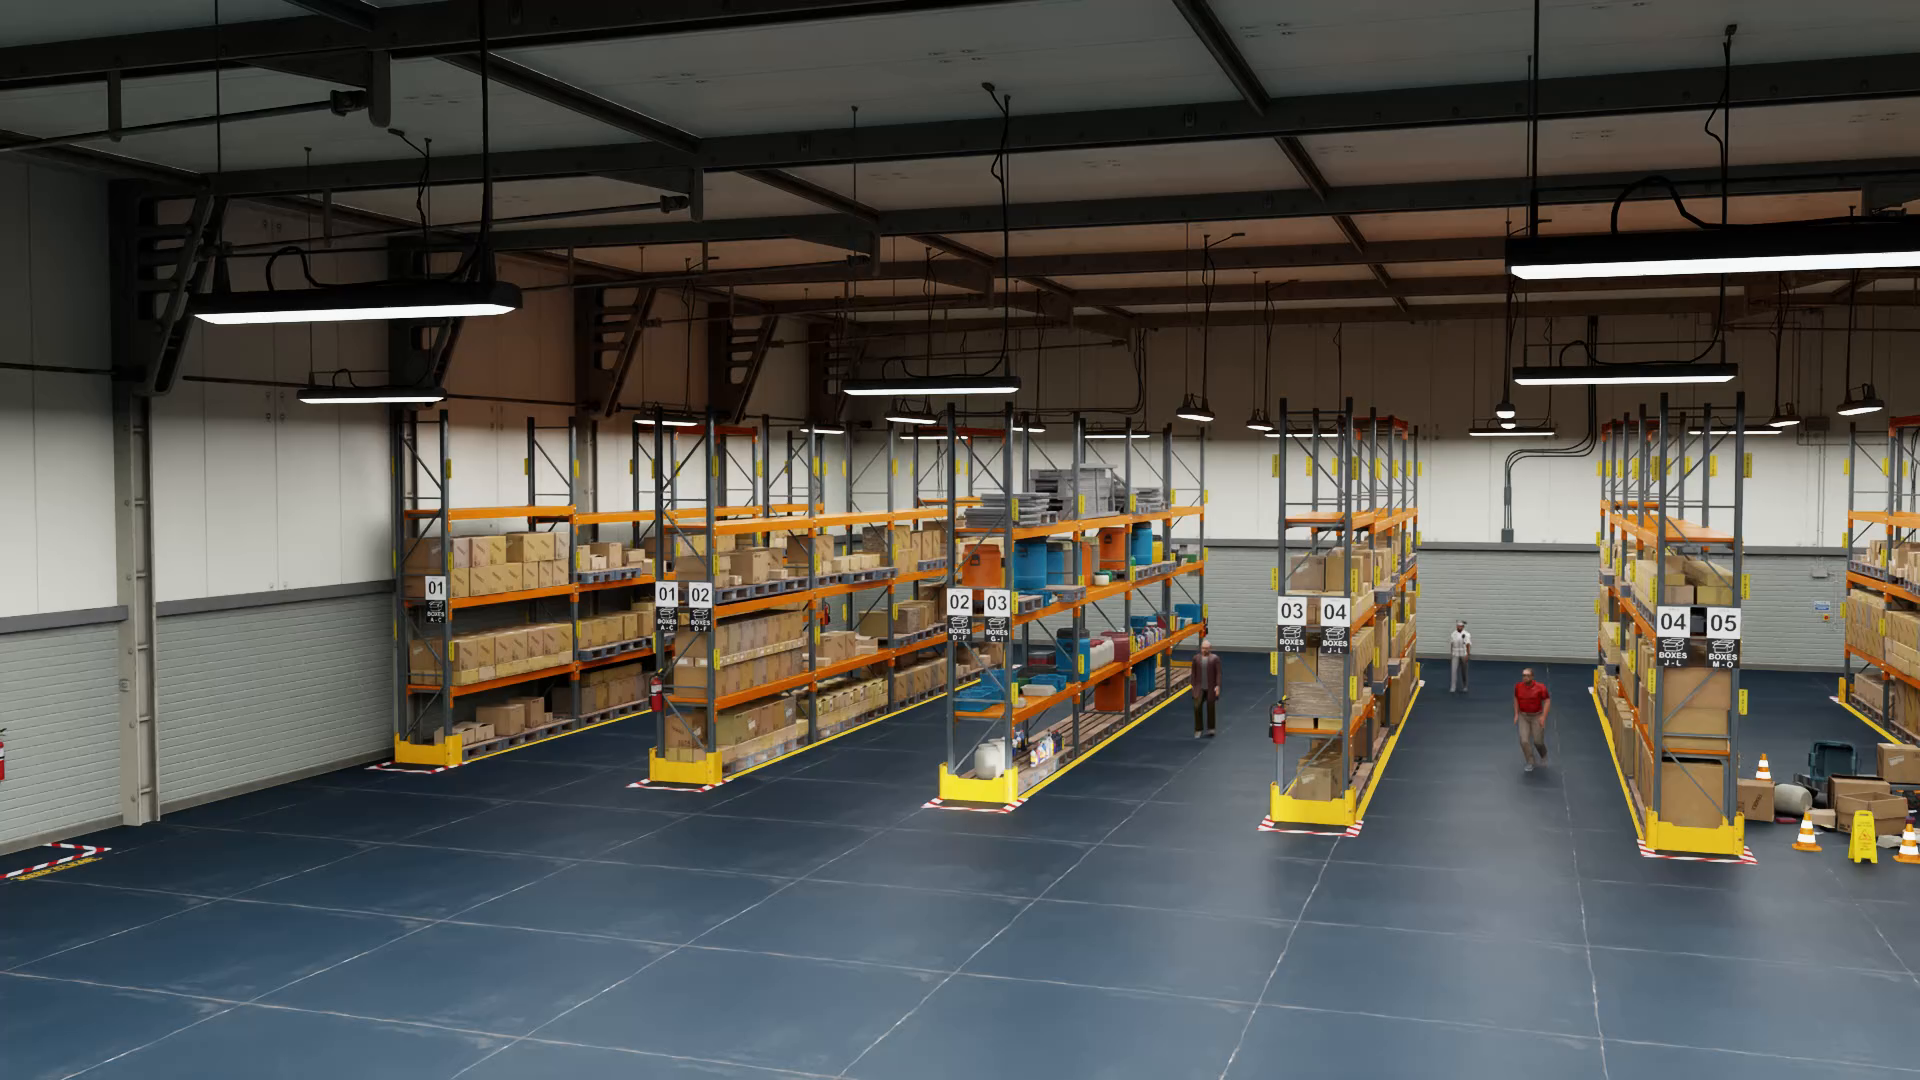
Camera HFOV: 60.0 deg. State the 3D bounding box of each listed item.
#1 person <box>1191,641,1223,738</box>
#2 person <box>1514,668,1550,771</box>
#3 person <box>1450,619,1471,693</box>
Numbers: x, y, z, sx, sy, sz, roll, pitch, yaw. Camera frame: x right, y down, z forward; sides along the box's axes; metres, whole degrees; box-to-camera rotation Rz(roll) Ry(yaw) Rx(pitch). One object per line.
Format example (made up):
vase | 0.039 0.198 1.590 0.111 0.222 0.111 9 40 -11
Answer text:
person | 4.608 2.857 31.100 0.621 1.713 0.627 1 3 22
person | 9.549 2.969 27.695 0.600 1.709 0.606 2 3 37
person | 11.114 2.579 36.956 0.462 1.633 0.955 1 3 28
